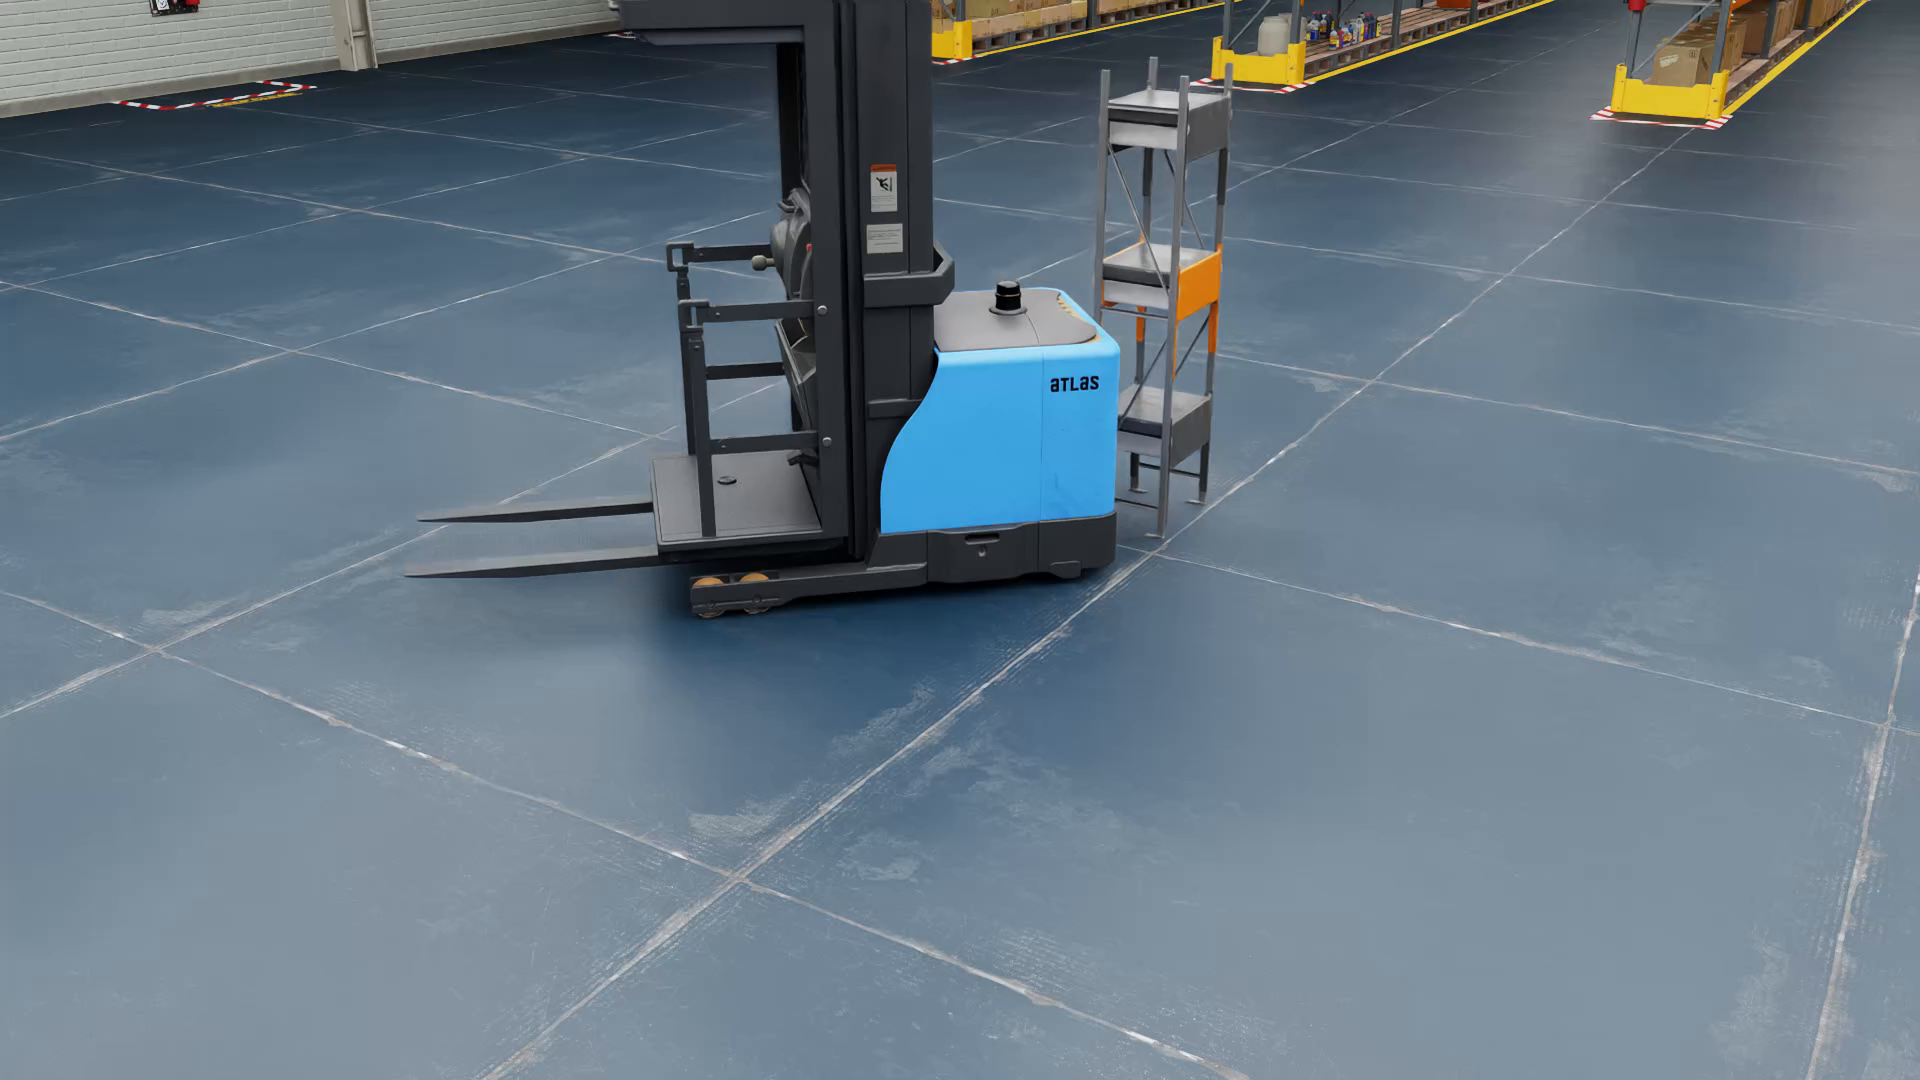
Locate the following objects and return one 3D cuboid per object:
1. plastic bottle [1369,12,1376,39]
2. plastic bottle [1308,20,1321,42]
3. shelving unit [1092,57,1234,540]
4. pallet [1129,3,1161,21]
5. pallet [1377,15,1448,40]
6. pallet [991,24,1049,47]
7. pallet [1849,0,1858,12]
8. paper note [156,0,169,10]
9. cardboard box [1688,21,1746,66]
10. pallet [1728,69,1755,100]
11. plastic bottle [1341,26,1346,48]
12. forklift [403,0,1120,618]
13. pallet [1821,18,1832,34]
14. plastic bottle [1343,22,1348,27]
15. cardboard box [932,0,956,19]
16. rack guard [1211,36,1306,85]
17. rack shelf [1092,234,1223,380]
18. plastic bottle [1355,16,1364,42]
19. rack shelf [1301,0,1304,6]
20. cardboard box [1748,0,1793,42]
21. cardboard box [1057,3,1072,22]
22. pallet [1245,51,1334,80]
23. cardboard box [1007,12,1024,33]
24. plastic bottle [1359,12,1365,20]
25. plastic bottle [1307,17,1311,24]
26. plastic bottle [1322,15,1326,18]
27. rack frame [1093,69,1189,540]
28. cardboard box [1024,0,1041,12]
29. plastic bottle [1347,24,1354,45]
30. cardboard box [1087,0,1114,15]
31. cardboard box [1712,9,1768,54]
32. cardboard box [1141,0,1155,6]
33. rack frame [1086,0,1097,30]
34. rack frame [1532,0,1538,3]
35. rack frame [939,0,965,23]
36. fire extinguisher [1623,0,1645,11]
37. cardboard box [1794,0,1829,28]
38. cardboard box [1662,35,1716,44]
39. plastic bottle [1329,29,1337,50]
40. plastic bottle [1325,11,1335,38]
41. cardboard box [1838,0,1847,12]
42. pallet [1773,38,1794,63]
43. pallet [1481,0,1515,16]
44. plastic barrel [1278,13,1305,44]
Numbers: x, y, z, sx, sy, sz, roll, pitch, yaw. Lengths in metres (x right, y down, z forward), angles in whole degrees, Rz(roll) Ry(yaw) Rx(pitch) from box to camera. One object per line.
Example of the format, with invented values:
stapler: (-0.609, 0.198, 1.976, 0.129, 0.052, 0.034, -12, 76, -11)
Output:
plastic bottle: (5.844, -7.334, 23.696, 0.144, 0.351, 0.185, 13, 27, 28)
plastic bottle: (4.975, -7.162, 23.394, 0.152, 0.276, 0.135, 14, 27, 29)
shelving unit: (0.904, -1.090, 7.626, 0.431, 2.100, 0.503, 13, 27, 28)
pallet: (2.730, -9.055, 28.402, 1.003, 0.211, 1.213, 14, 27, 29)
pallet: (6.962, -8.032, 26.039, 1.003, 0.211, 1.213, 14, 27, 29)
pallet: (0.634, -7.712, 25.299, 1.003, 0.211, 1.213, 14, 27, 29)
pallet: (15.476, -9.662, 29.803, 1.003, 0.211, 1.213, 14, 27, 29)
paper note: (-9.607, -6.469, 20.025, 0.016, 0.148, 0.142, 14, 27, 29)
cardboard box: (9.606, -6.312, 21.172, 0.500, 0.500, 0.500, -18, 29, -36)
pallet: (9.179, -5.660, 20.560, 1.003, 0.211, 1.213, 14, 27, 29)
plastic bottle: (5.230, -6.888, 22.765, 0.097, 0.271, 0.097, 0, 23, 0)
forklift: (-0.882, -1.248, 6.942, 3.031, 2.935, 1.130, -5, 24, -11)
pallet: (13.380, -8.318, 26.700, 1.003, 0.211, 1.213, 14, 27, 29)
plastic bottle: (5.392, -7.097, 23.235, 0.061, 0.283, 0.133, 14, 27, 29)
cardboard box: (-0.348, -7.833, 24.057, 0.500, 0.500, 0.500, 14, 27, 29)
rack guard: (3.829, -6.164, 21.359, 1.175, 0.500, 0.348, 14, 27, 29)
rack shelf: (0.904, -1.078, 7.631, 0.431, 0.518, 0.480, 13, 27, 28)
plastic bottle: (5.572, -7.160, 23.295, 0.144, 0.351, 0.185, 14, 27, 29)
rack shelf: (4.883, -7.620, 22.483, 1.077, 0.370, 4.000, 14, 27, 29)
cardboard box: (11.345, -7.379, 23.613, 0.700, 0.500, 0.500, 16, 28, 33)
cardboard box: (1.401, -8.227, 25.910, 0.500, 0.250, 0.500, 14, 27, 29)
pallet: (4.262, -6.304, 22.047, 1.003, 0.211, 1.213, 14, 27, 29)
cardboard box: (0.619, -7.718, 24.736, 0.500, 0.250, 0.500, 14, 27, 29)
plastic bottle: (5.721, -7.364, 23.766, 0.144, 0.351, 0.185, 14, 27, 29)
plastic bottle: (4.938, -7.285, 23.667, 0.061, 0.283, 0.133, 15, 28, 31)
plastic bottle: (5.251, -7.447, 24.051, 0.152, 0.276, 0.135, 15, 28, 31)
rack frame: (0.779, -1.007, 7.433, 0.400, 2.100, 0.015, 13, 27, 28)
cardboard box: (0.888, -8.230, 24.974, 0.500, 0.500, 0.500, 14, 27, 29)
plastic bottle: (5.390, -6.990, 23.001, 0.097, 0.271, 0.097, 0, 23, 0)
cardboard box: (2.155, -8.680, 26.957, 0.500, 0.250, 0.500, 13, 27, 28)
cardboard box: (10.488, -6.845, 22.379, 0.700, 0.500, 0.500, 12, 26, 25)
cardboard box: (2.966, -9.199, 28.156, 0.500, 0.250, 0.500, 14, 27, 30)
rack frame: (1.732, -9.665, 26.300, 1.000, 3.000, 0.127, 14, 27, 29)
rack frame: (10.158, -11.326, 30.136, 1.000, 3.000, 0.127, 14, 27, 29)
rack frame: (-0.378, -8.315, 23.181, 1.000, 3.000, 0.127, 14, 27, 29)
fire extinguisher: (7.584, -6.260, 18.532, 0.296, 0.674, 0.183, 14, 27, 29)
cardboard box: (12.638, -8.384, 25.487, 1.225, 0.875, 0.875, 12, 26, 27)
cardboard box: (8.666, -5.699, 19.757, 0.500, 0.500, 0.500, -20, 31, -39)
plastic bottle: (5.050, -6.772, 22.498, 0.097, 0.271, 0.097, 0, 23, 0)
plastic bottle: (5.283, -7.396, 23.840, 0.144, 0.351, 0.185, 14, 27, 29)
cardboard box: (14.046, -9.285, 27.569, 1.225, 0.875, 0.875, 14, 27, 29)
pallet: (11.198, -6.984, 23.618, 1.003, 0.211, 1.213, 14, 27, 29)
pallet: (9.073, -9.381, 29.154, 1.003, 0.211, 1.213, 14, 27, 29)
plastic barrel: (4.375, -6.734, 22.132, 0.421, 0.512, 0.421, 0, 23, 0)
